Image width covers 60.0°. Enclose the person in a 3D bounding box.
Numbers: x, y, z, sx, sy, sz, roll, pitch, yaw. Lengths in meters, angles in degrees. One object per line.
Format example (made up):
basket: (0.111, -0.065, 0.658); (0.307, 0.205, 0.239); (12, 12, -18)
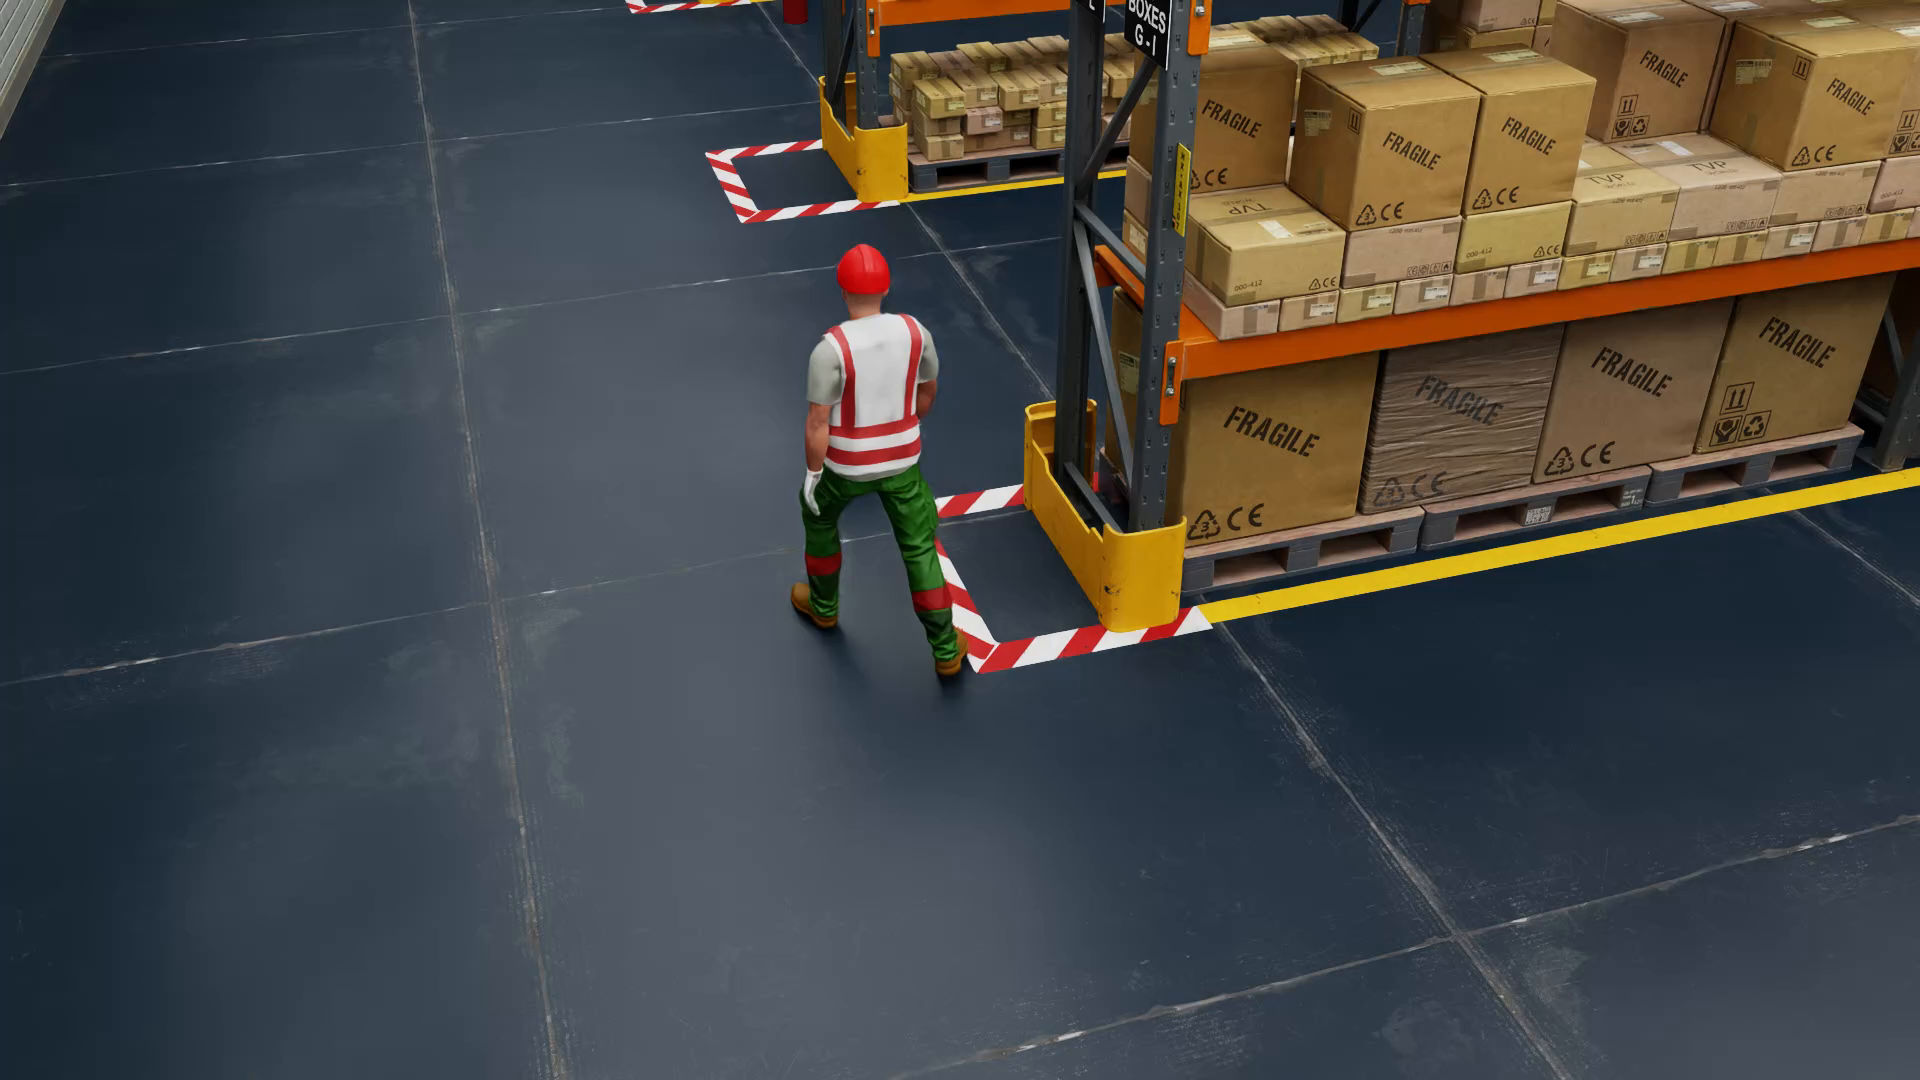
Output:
person: (-0.336, -0.310, 6.617); (0.618, 1.729, 0.836); (-12, 35, -17)
